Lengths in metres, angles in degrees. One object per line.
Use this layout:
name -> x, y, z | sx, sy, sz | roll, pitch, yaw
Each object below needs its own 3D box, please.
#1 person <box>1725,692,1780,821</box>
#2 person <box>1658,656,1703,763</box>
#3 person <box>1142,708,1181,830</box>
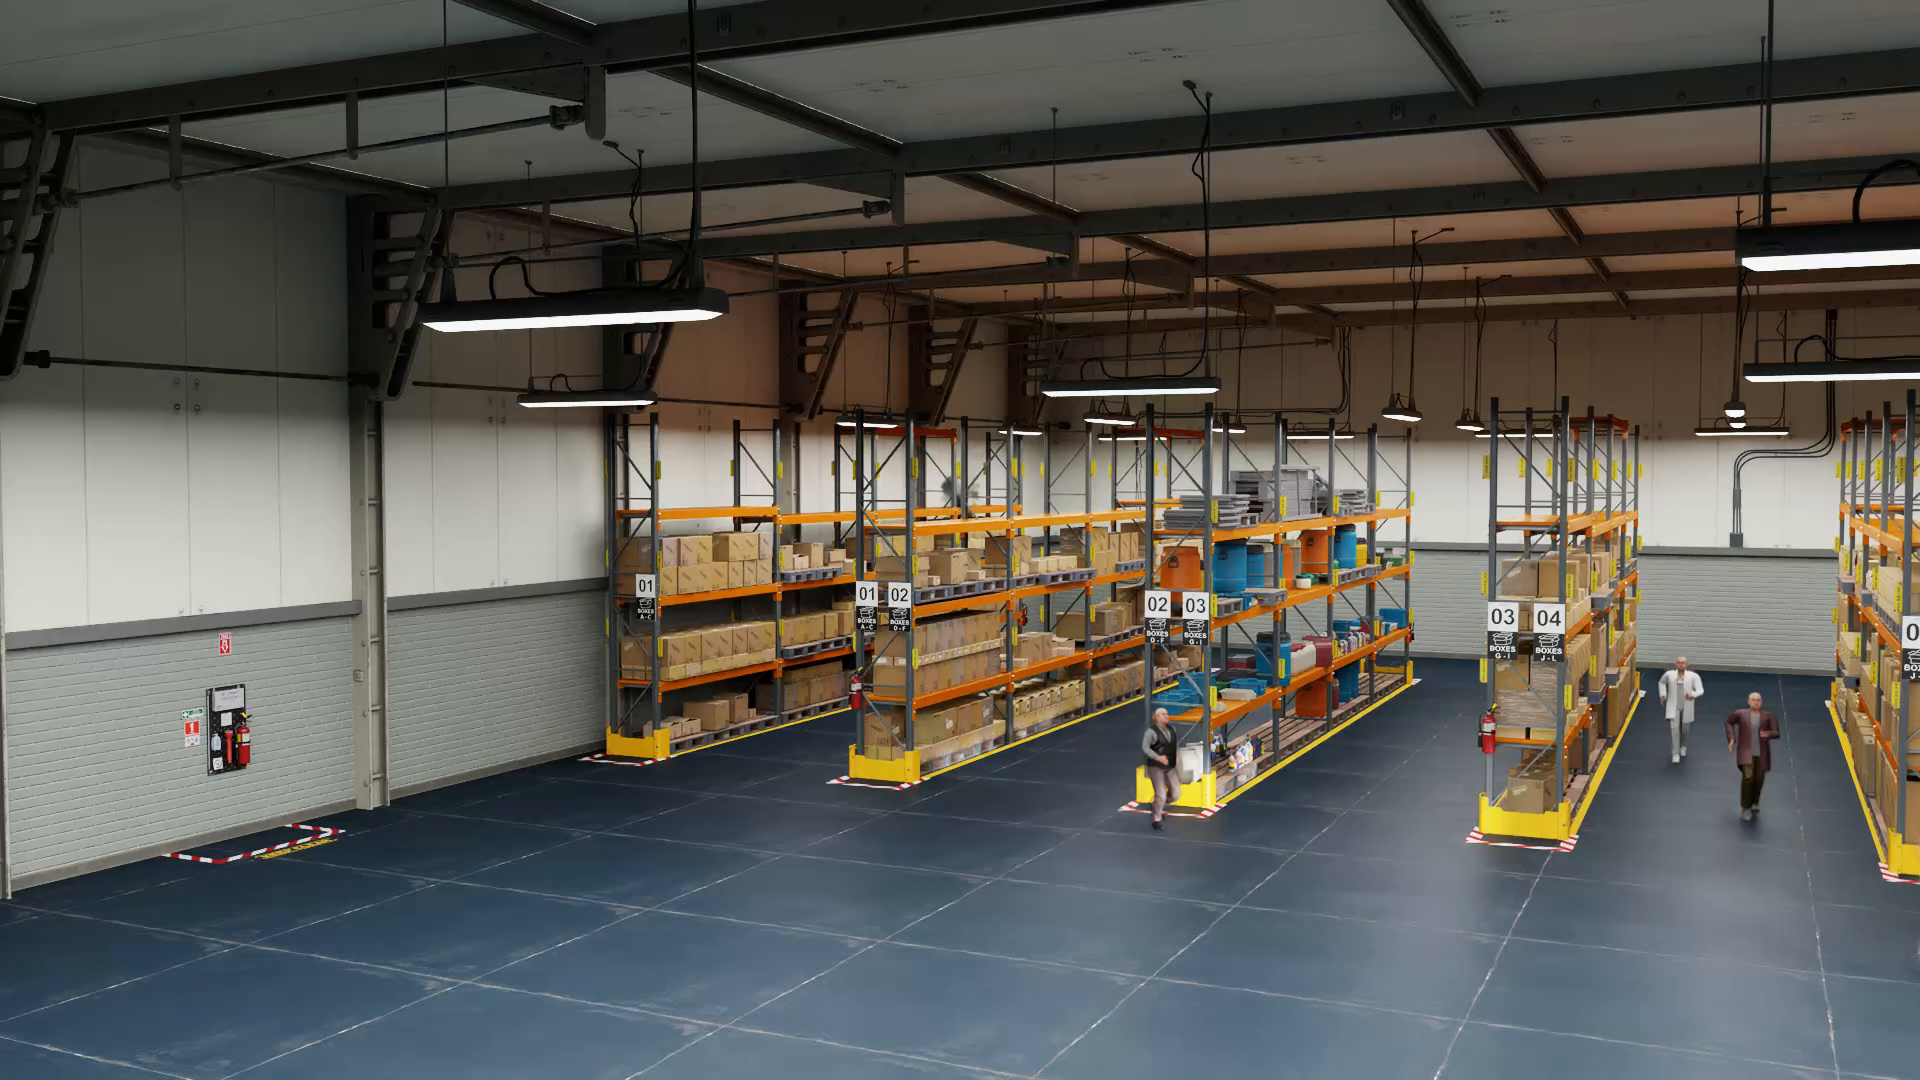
person -> 11.416, 3.114, 23.930 | 0.673, 1.845, 0.819 | 1, 2, 14
person -> 12.382, 2.884, 28.606 | 0.698, 1.774, 1.035 | 1, 3, 24
person -> 2.857, 3.189, 23.227 | 0.707, 1.695, 0.601 | -2, 3, -33
